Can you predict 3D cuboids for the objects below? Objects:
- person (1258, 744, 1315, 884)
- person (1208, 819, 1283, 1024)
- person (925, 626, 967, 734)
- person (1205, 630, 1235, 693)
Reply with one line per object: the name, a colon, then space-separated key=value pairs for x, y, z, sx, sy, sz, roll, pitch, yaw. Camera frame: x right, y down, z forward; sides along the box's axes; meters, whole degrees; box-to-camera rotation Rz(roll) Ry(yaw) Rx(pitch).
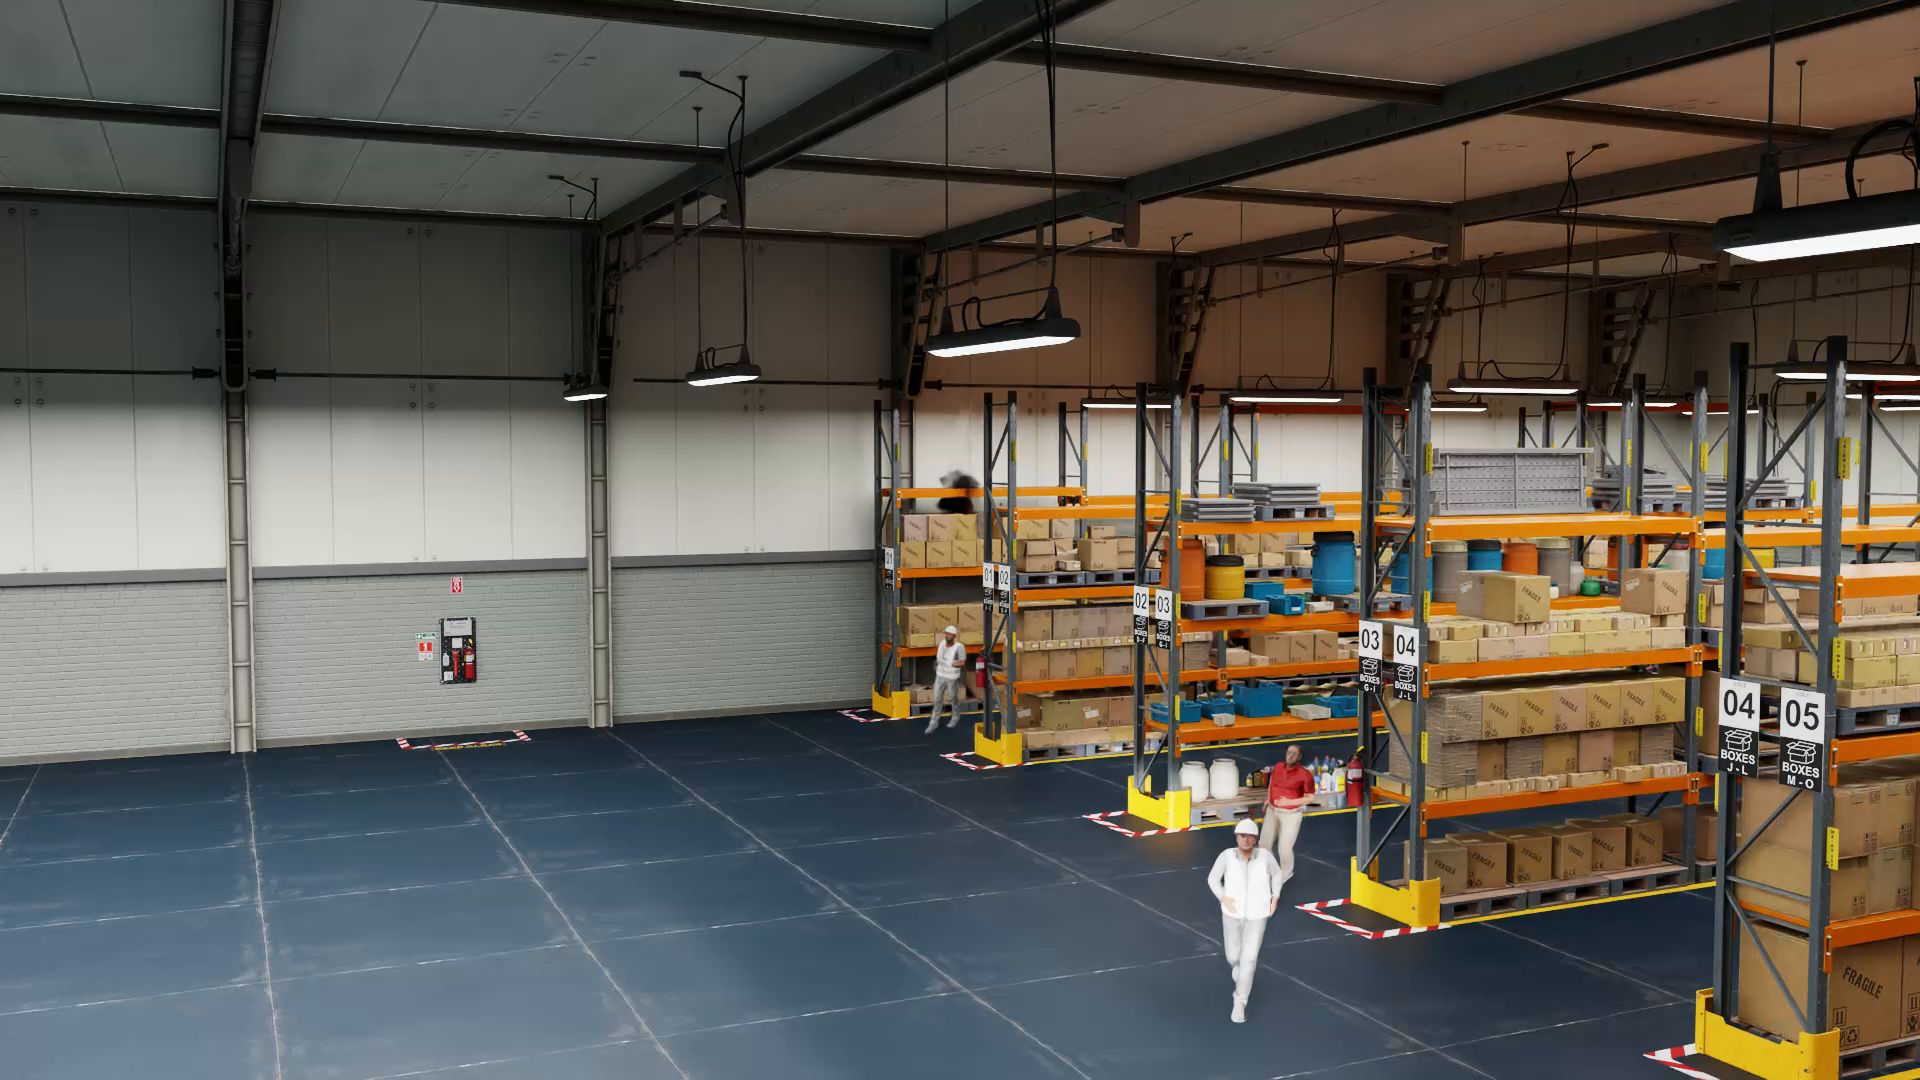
person: x=3.720 y=3.199 z=19.015 sx=0.670 sy=1.728 sz=0.854 roll=2 pitch=4 yaw=33
person: x=2.607 y=3.407 z=15.205 sx=0.683 sy=1.767 sz=0.942 roll=1 pitch=3 yaw=10
person: x=-0.149 y=2.368 z=28.321 sx=0.684 sy=1.833 sz=0.814 roll=2 pitch=4 yaw=34
person: x=4.789 y=2.426 z=31.606 sx=0.775 sy=1.793 sz=0.685 roll=-2 pitch=4 yaw=-35
